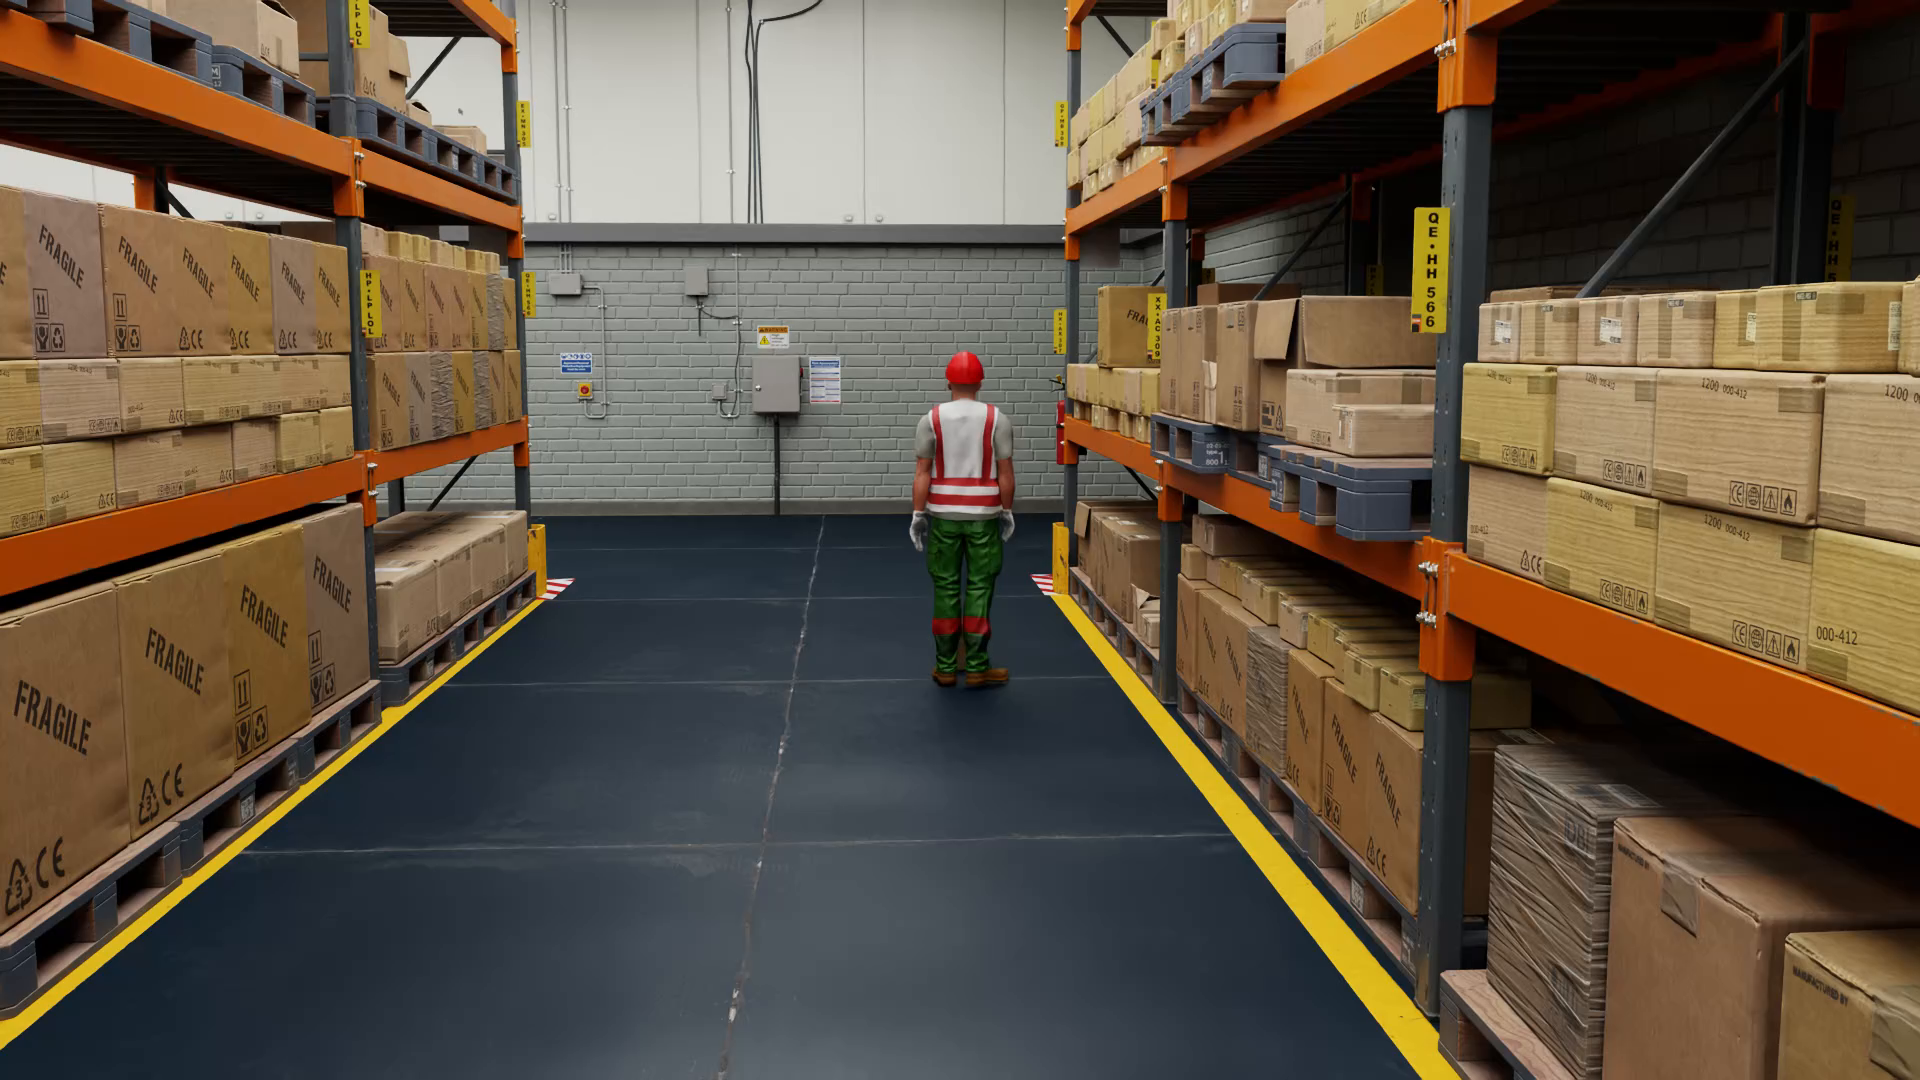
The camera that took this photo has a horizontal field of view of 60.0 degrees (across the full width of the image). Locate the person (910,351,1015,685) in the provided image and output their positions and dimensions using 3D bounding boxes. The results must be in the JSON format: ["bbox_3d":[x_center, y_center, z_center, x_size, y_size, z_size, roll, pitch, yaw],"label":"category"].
[{"bbox_3d":[0.015,-0.122,8.983,0.563,1.790,0.392,0,7,3],"label":"person"}]
